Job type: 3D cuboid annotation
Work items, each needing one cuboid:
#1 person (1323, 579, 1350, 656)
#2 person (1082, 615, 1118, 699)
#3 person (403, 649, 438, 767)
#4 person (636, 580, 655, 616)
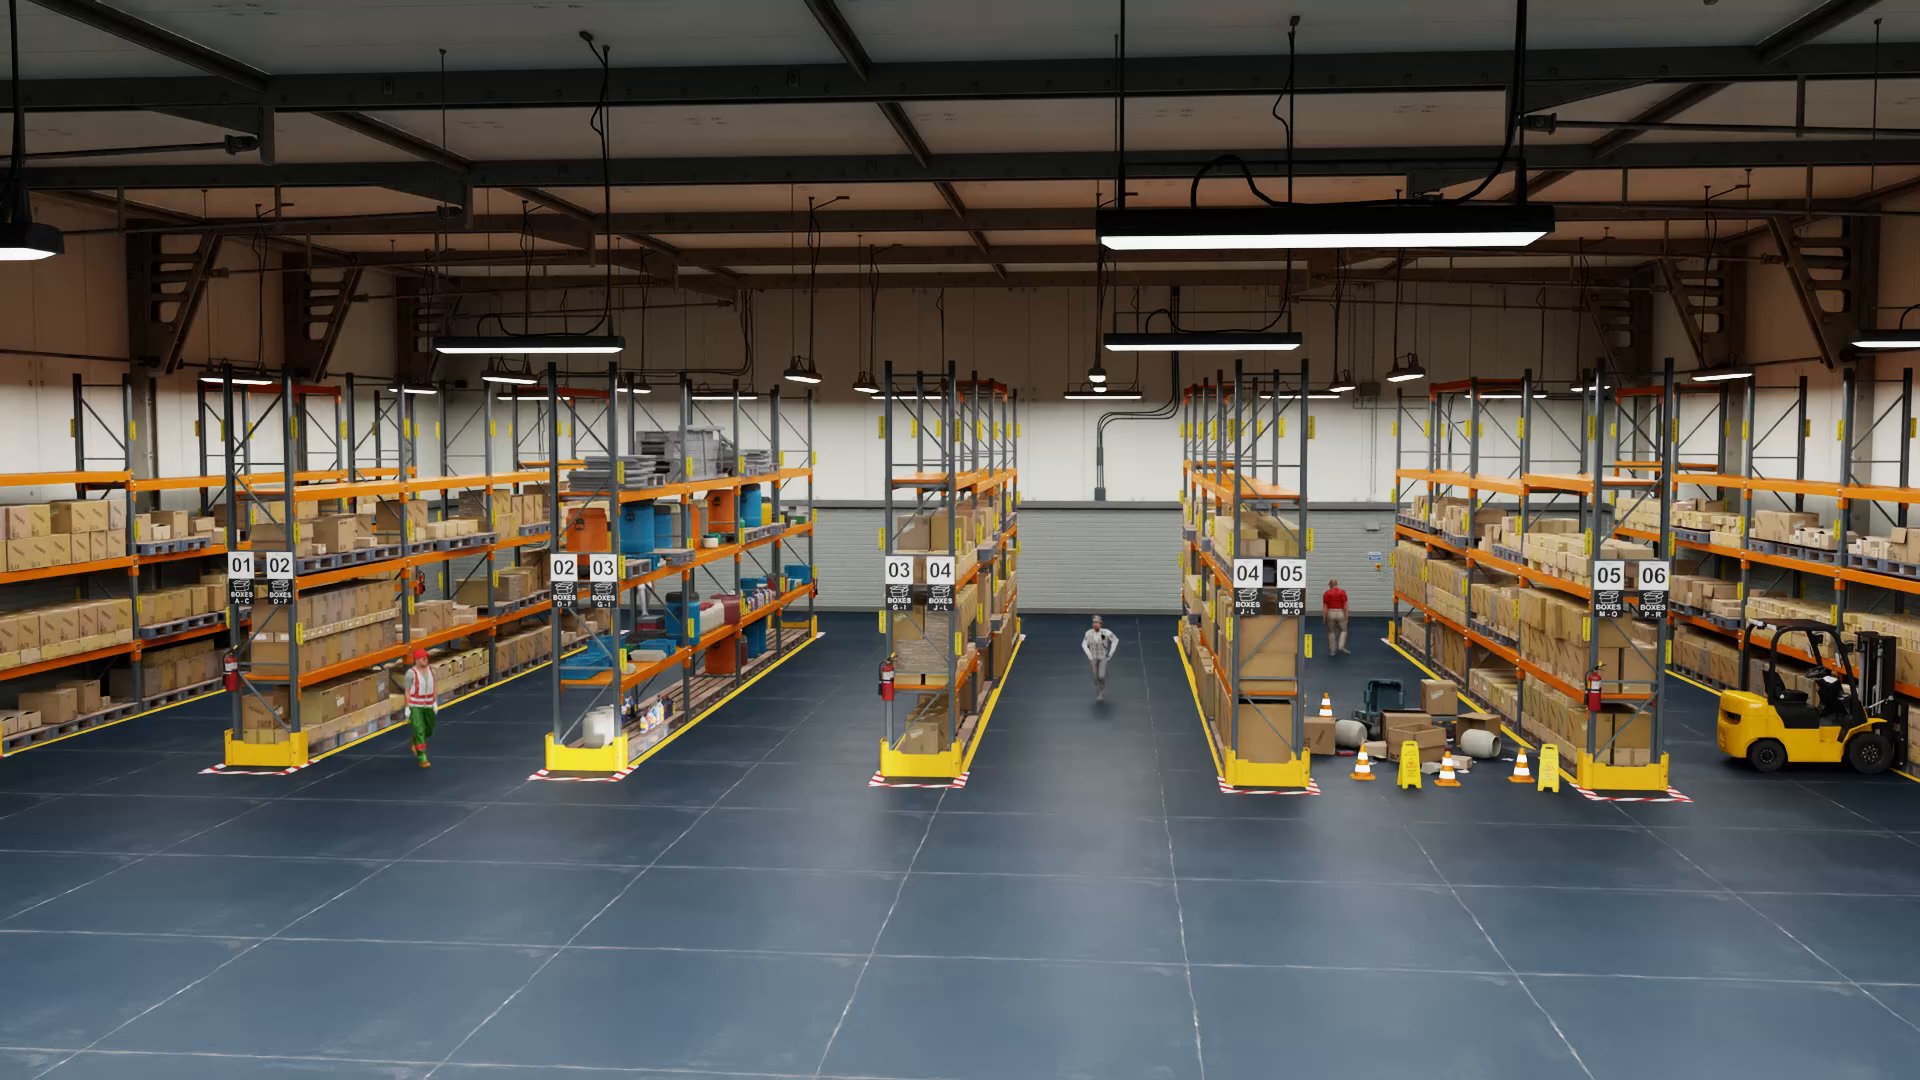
[{"bbox_3d":[8.350,1.718,36.875,0.609,1.722,0.533,1,4,9],"label":"person"},{"bbox_3d":[2.603,2.175,30.827,0.654,1.611,0.701,1,4,17],"label":"person"},{"bbox_3d":[-8.101,2.482,24.914,0.545,1.756,0.933,-3,5,-43],"label":"person"},{"bbox_3d":[-8.364,1.263,44.189,0.475,1.610,1.082,-2,4,-22],"label":"person"}]
